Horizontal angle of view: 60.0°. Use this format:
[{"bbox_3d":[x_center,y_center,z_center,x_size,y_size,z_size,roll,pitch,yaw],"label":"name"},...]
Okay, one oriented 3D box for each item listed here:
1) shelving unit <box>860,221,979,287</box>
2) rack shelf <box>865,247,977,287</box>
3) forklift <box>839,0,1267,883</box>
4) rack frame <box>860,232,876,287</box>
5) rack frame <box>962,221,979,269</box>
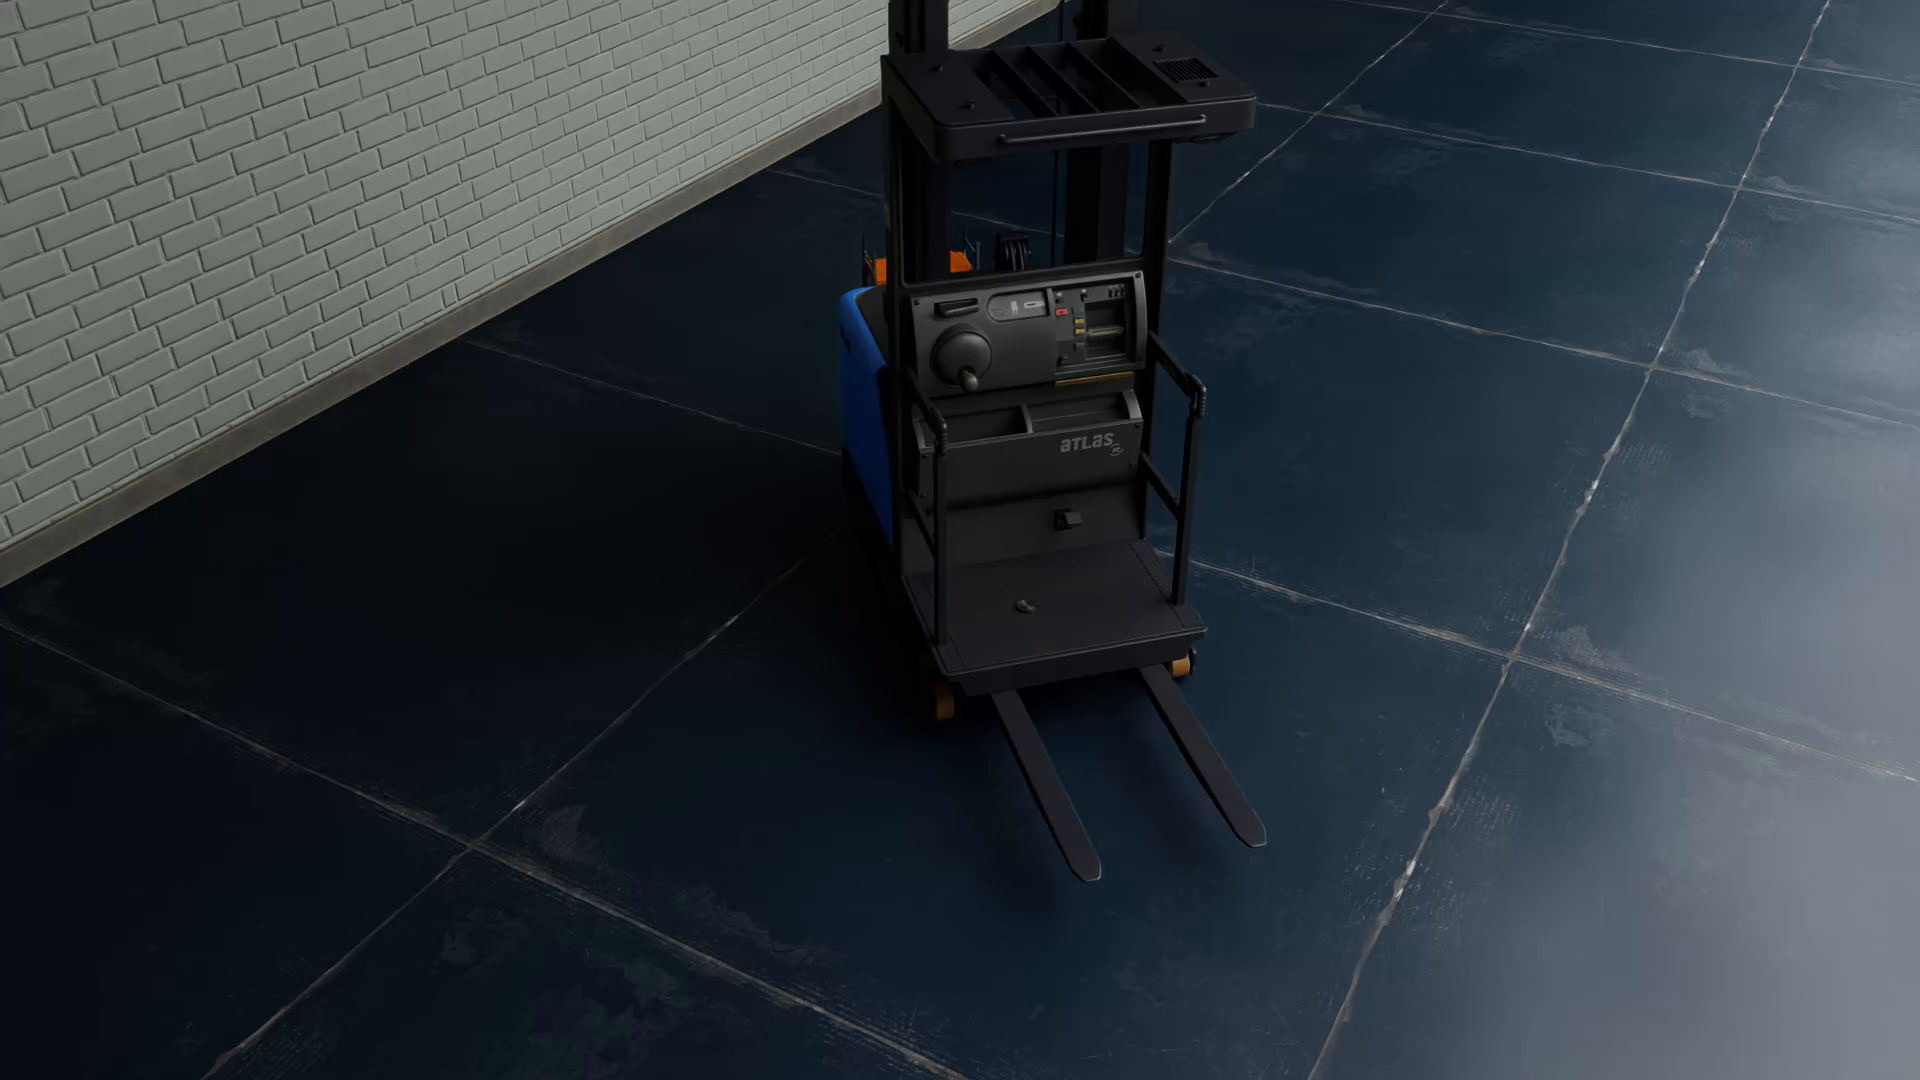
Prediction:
[{"bbox_3d":[-0.186,-0.898,7.987,0.503,1.200,0.258,-9,35,-13],"label":"shelving unit"},{"bbox_3d":[-0.187,-1.225,7.770,0.480,0.148,0.258,-9,35,-13],"label":"rack shelf"},{"bbox_3d":[0.329,-0.741,6.190,1.130,2.935,3.031,-9,35,-13],"label":"forklift"},{"bbox_3d":[-0.421,-0.861,7.932,0.015,1.200,0.240,-9,35,-13],"label":"rack frame"},{"bbox_3d":[0.049,-0.935,8.042,0.015,1.200,0.240,-9,35,-13],"label":"rack frame"}]
